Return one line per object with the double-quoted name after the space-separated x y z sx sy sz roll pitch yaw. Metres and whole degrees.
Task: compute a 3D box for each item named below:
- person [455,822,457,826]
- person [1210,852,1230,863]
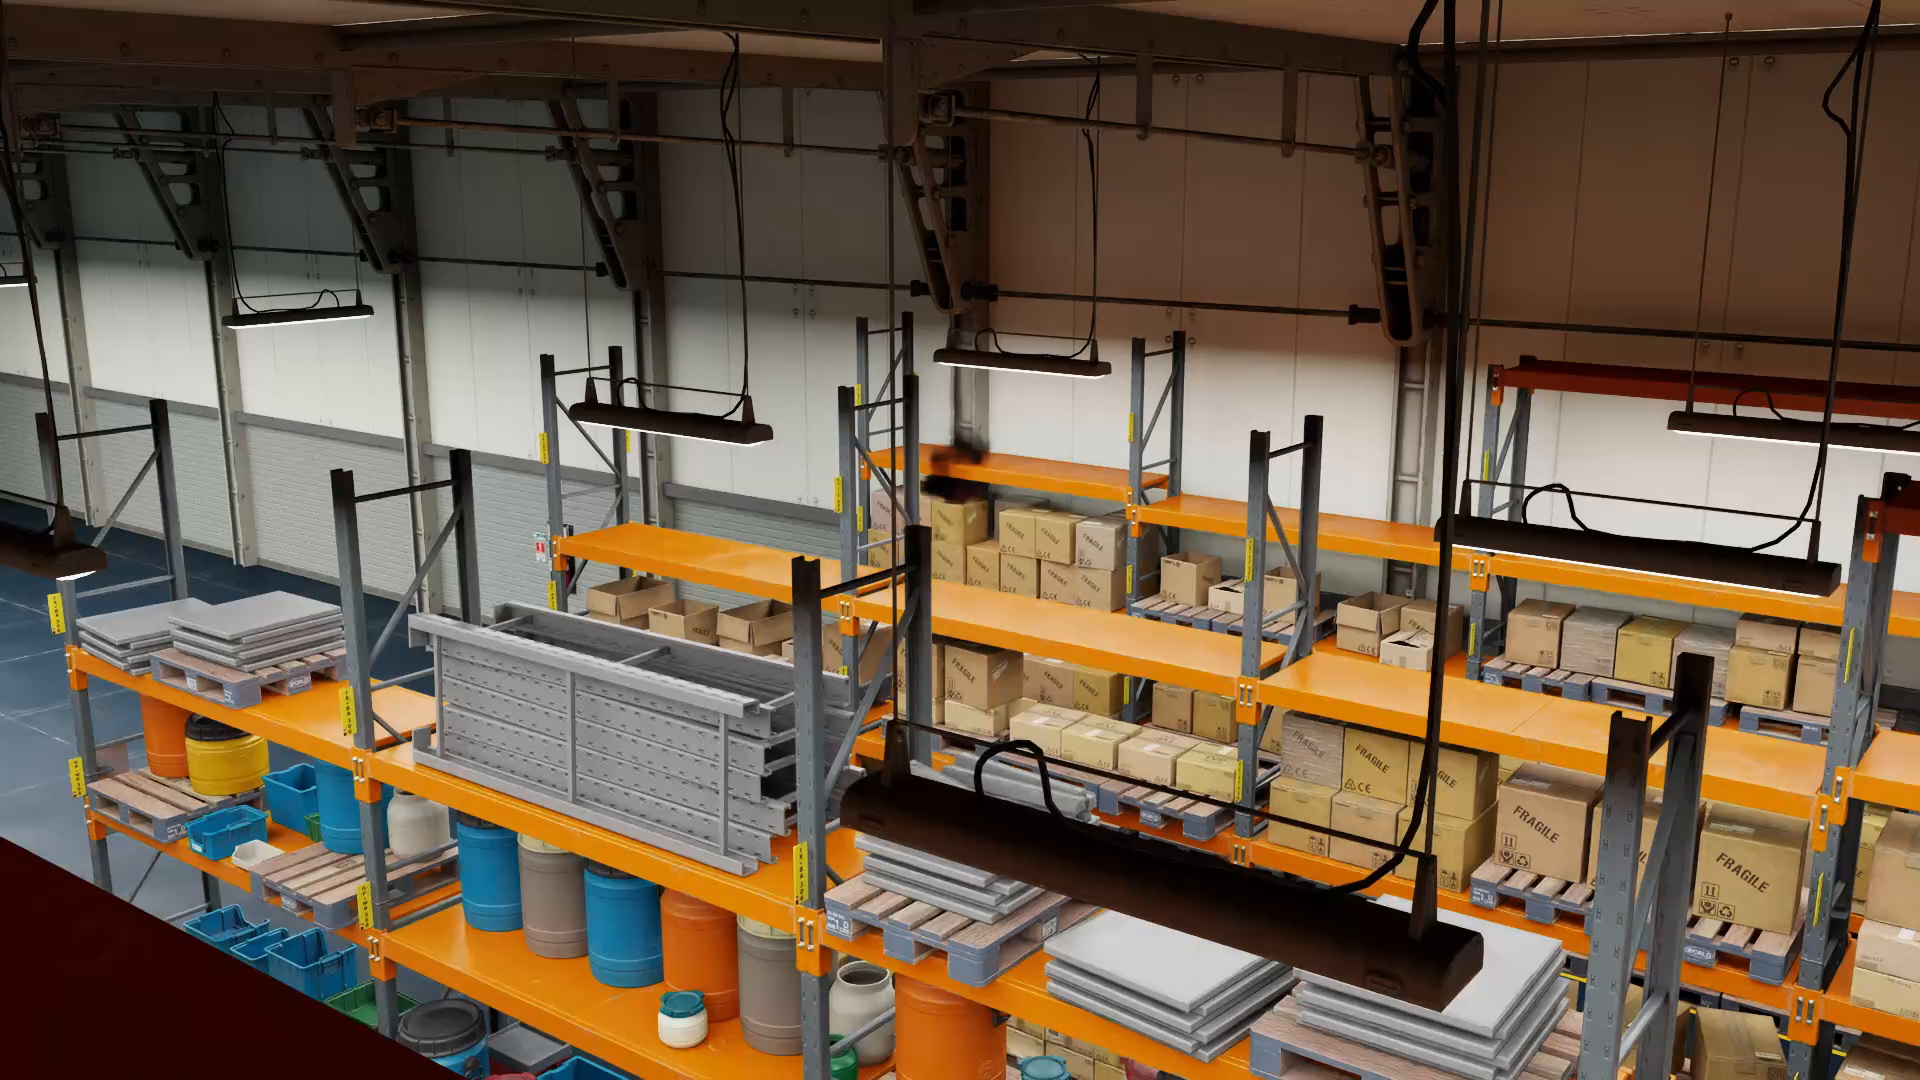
-5.841 2.670 20.202 0.733 1.646 0.511 -10 16 -36 "person"
2.510 3.702 15.798 0.703 1.581 0.523 10 16 37 "person"
